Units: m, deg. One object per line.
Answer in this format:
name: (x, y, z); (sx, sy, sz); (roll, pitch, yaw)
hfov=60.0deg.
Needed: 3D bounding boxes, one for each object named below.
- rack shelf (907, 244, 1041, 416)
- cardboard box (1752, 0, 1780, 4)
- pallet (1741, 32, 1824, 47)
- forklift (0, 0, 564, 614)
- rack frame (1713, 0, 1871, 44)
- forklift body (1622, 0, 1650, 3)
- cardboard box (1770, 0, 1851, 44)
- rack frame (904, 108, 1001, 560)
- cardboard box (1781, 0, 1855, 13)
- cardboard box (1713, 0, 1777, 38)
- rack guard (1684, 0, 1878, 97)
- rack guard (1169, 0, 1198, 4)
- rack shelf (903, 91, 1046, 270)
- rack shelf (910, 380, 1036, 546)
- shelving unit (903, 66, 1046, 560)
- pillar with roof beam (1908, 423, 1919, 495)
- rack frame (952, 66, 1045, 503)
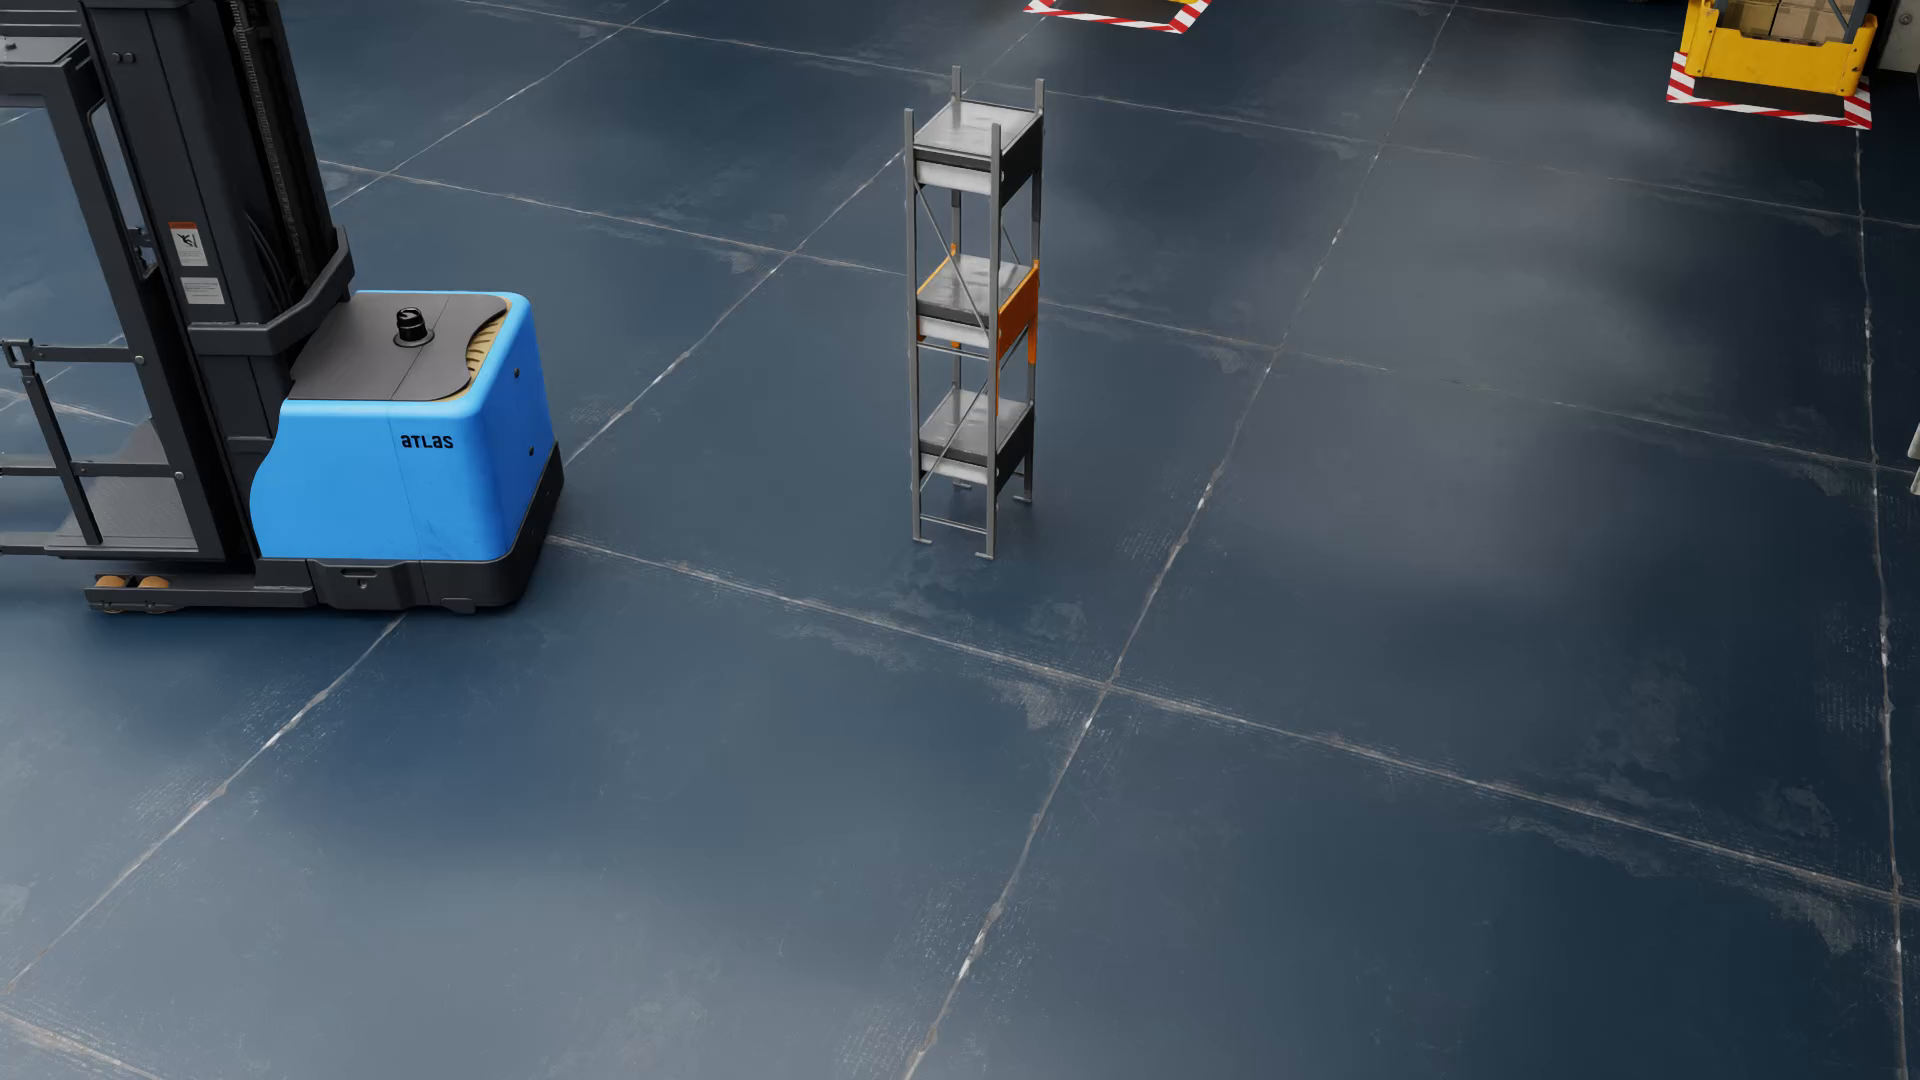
rack shelf: (0.063, -0.922, 7.252); (0.431, 0.518, 0.480); (14, 39, 18)
cardboard box: (5.905, -4.252, 12.462); (0.500, 0.250, 0.500); (13, 39, 17)
pallet: (6.261, -3.960, 12.872); (1.003, 0.211, 1.213); (14, 39, 18)
forklift: (-3.430, -1.164, 6.859); (3.031, 2.935, 1.130); (1, 37, 1)
rack frame: (6.009, -4.644, 11.458); (1.000, 3.000, 0.127); (14, 39, 18)
forklift body: (5.043, -5.770, 13.673); (2.313, 2.155, 1.214); (14, 39, 18)
cardboard box: (6.376, -3.939, 12.460); (0.500, 0.250, 0.500); (14, 39, 18)
rack frame: (-0.030, -0.798, 7.063); (0.400, 2.100, 0.015); (14, 39, 18)
cardboard box: (6.380, -4.124, 12.291); (0.500, 0.250, 0.500); (15, 39, 19)
cardboard box: (5.895, -4.043, 12.600); (0.500, 0.250, 0.500); (14, 39, 18)
rack guard: (6.000, -3.630, 12.189); (1.175, 0.500, 0.348); (14, 39, 18)
rack guard: (1.446, -4.814, 13.773); (1.175, 0.500, 0.348); (14, 39, 18)
rack shelf: (0.063, -1.482, 6.833); (0.431, 0.518, 0.480); (14, 39, 18)
rack shelf: (0.063, -0.361, 7.671); (0.431, 0.518, 0.480); (14, 39, 18)
shelving unit: (0.063, -0.933, 7.244); (0.431, 2.100, 0.503); (14, 39, 18)
pillar with roof beam: (0.843, -4.886, 6.771); (9.100, 9.000, 0.400); (14, 39, 18)
rack frame: (0.156, -1.068, 7.425); (0.400, 2.100, 0.015); (14, 39, 18)
